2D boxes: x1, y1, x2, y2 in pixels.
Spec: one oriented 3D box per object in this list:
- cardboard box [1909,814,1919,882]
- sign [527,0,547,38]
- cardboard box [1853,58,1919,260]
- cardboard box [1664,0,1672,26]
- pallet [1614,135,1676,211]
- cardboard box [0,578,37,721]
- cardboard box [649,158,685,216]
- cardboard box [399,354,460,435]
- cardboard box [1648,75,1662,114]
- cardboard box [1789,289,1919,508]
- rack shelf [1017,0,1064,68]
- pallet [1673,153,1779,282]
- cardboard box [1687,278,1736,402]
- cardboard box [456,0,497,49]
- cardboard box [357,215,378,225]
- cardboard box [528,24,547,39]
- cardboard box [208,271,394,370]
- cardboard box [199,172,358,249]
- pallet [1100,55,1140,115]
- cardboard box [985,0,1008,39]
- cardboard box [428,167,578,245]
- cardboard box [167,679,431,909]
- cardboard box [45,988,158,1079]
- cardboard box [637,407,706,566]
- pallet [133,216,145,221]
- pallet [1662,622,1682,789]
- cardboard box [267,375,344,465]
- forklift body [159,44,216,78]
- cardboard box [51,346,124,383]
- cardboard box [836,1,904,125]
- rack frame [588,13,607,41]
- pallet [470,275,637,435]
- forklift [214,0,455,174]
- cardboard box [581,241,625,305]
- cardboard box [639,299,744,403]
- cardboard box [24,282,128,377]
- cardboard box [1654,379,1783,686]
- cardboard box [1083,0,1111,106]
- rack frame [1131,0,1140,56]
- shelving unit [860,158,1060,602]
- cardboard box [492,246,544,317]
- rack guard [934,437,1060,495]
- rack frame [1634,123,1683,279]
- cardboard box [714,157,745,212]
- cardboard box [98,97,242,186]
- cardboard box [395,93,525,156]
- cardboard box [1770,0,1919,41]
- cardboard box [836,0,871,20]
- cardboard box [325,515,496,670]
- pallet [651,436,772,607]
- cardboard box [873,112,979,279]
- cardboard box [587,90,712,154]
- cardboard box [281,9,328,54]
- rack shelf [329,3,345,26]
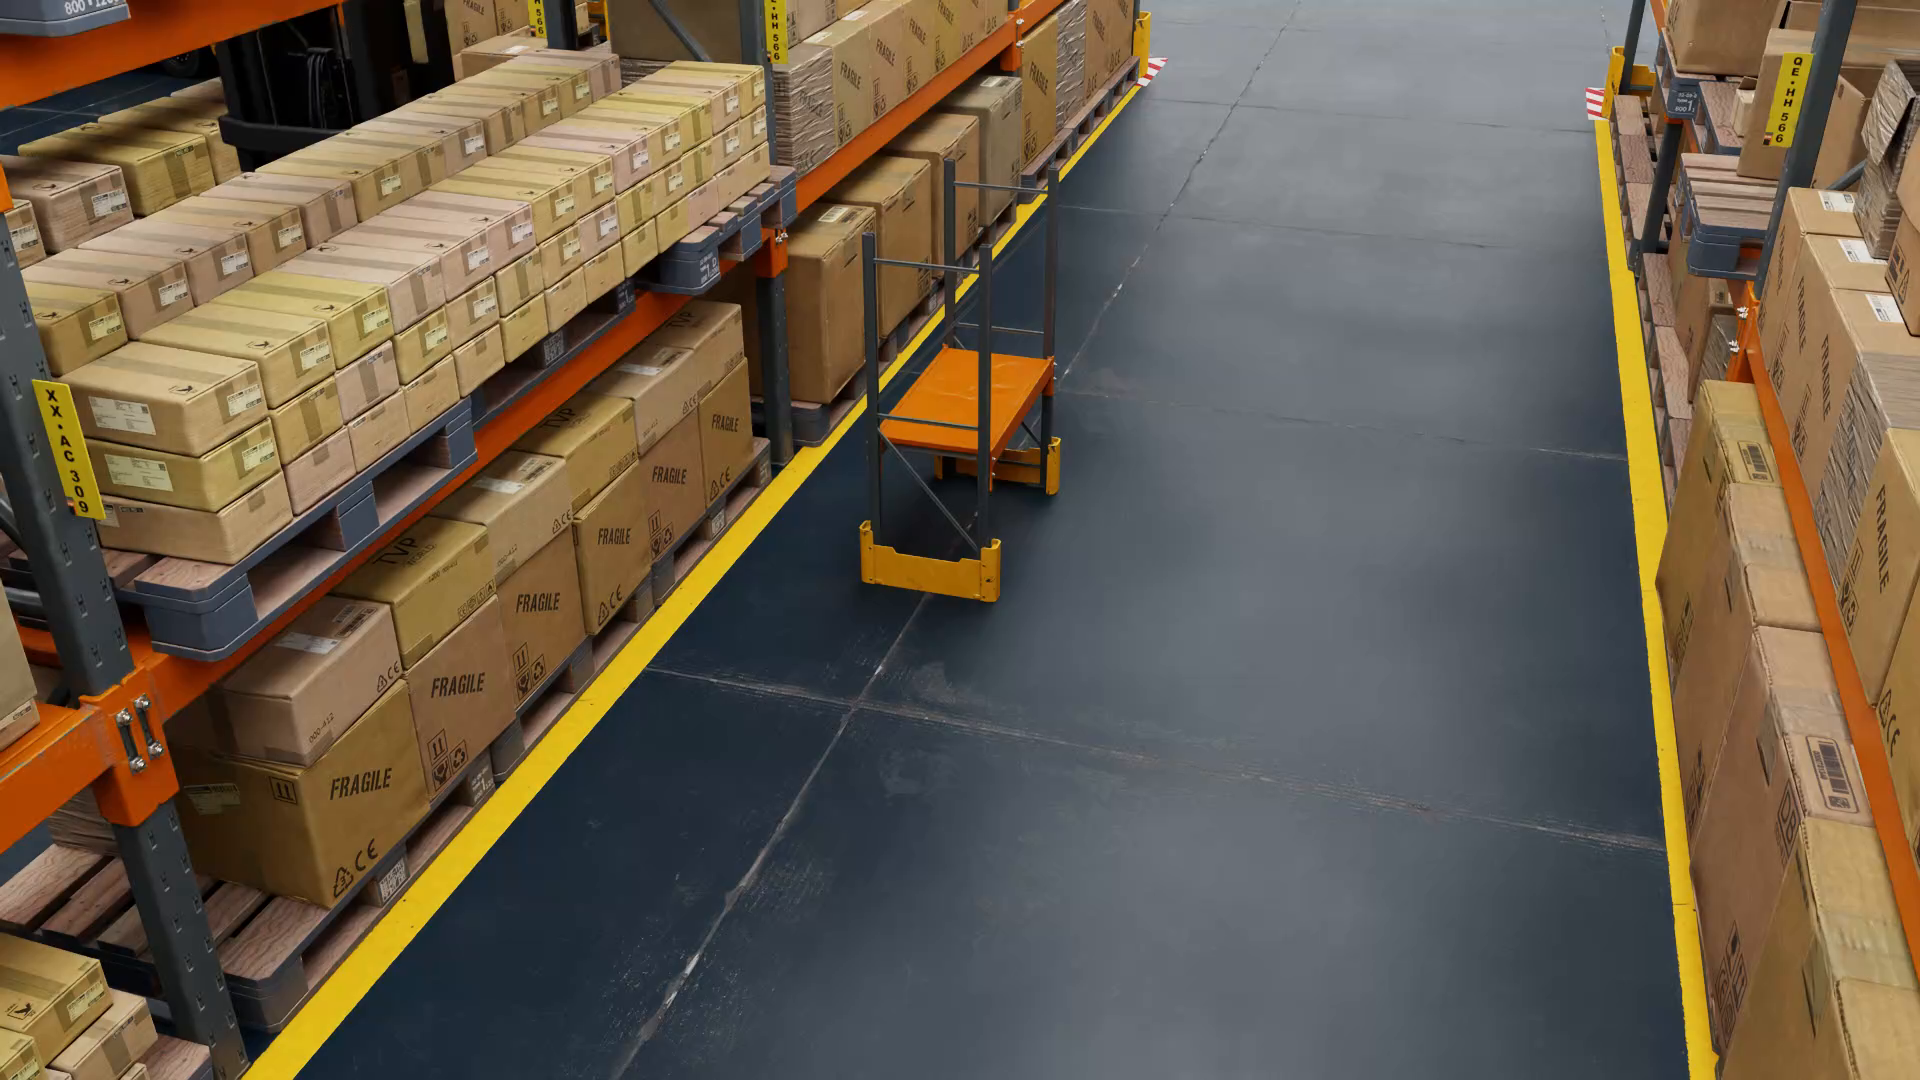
[{"bbox_3d":[2.124,0.565,3.046,0.500,0.500,0.500,9,30,15],"label":"cardboard box"},{"bbox_3d":[-1.821,-2.332,7.166,0.100,0.325,0.005,8,30,15],"label":"sign"},{"bbox_3d":[3.192,-1.139,5.076,0.797,0.503,0.637,10,30,17],"label":"cardboard box"},{"bbox_3d":[4.559,-3.239,10.246,0.380,0.149,0.250,8,30,15],"label":"cardboard box"},{"bbox_3d":[5.116,-2.520,11.563,1.003,0.211,1.213,8,30,15],"label":"pallet"},{"bbox_3d":[-2.336,0.202,3.393,0.500,0.500,0.500,9,30,15],"label":"cardboard box"},{"bbox_3d":[-1.225,-1.295,6.012,0.380,0.149,0.250,9,30,15],"label":"cardboard box"},{"bbox_3d":[-1.681,-0.443,4.787,0.380,0.149,0.250,9,30,15],"label":"cardboard box"},{"bbox_3d":[5.571,-3.515,12.623,0.500,0.500,0.500,14,32,24],"label":"cardboard box"},{"bbox_3d":[2.723,-0.372,4.730,0.500,0.500,0.500,8,30,14],"label":"cardboard box"},{"bbox_3d":[0.472,-4.223,12.495,1.077,0.370,4.000,8,30,15],"label":"rack shelf"},{"bbox_3d":[3.530,-1.257,6.620,1.213,0.211,1.003,8,30,15],"label":"pallet"},{"bbox_3d":[3.910,-0.932,7.959,0.700,0.500,0.500,11,31,19],"label":"cardboard box"},{"bbox_3d":[-4.146,-4.303,13.525,0.500,0.500,0.500,10,31,17],"label":"cardboard box"},{"bbox_3d":[-2.075,-1.032,5.540,0.380,0.149,0.250,10,30,17],"label":"cardboard box"},{"bbox_3d":[-3.843,-4.454,14.568,0.500,0.250,0.500,9,30,15],"label":"cardboard box"},{"bbox_3d":[-1.755,-0.590,4.440,0.380,0.149,0.250,9,30,15],"label":"cardboard box"},{"bbox_3d":[-2.149,-1.043,5.255,0.380,0.149,0.250,7,30,13],"label":"cardboard box"},{"bbox_3d":[0.899,-3.865,13.981,1.003,0.211,1.213,8,30,15],"label":"pallet"},{"bbox_3d":[-0.013,-3.371,10.121,0.500,0.500,0.500,8,30,15],"label":"cardboard box"},{"bbox_3d":[-1.454,-1.068,5.298,0.380,0.149,0.250,9,30,16],"label":"cardboard box"},{"bbox_3d":[-1.993,0.713,5.021,0.500,0.500,0.500,10,31,17],"label":"cardboard box"},{"bbox_3d":[-2.252,1.234,4.140,0.380,0.149,0.250,9,30,16],"label":"cardboard box"},{"bbox_3d":[-1.389,-0.256,6.764,0.500,0.500,0.500,10,31,17],"label":"cardboard box"},{"bbox_3d":[-5.460,-2.118,10.839,1.003,0.211,1.213,8,30,15],"label":"pallet"},{"bbox_3d":[3.119,0.580,5.990,1.003,0.211,1.213,8,30,15],"label":"pallet"},{"bbox_3d":[-1.834,-0.332,4.281,0.380,0.149,0.250,8,30,14],"label":"cardboard box"},{"bbox_3d":[-7.262,-5.320,14.601,2.313,2.155,1.214,8,30,15],"label":"forklift body"},{"bbox_3d":[-2.459,-0.429,4.456,0.380,0.149,0.250,9,30,15],"label":"cardboard box"},{"bbox_3d":[-0.605,-2.433,8.436,0.500,0.500,0.500,8,30,15],"label":"cardboard box"},{"bbox_3d":[-3.703,-6.126,15.176,1.000,3.000,0.127,8,30,15],"label":"rack frame"},{"bbox_3d":[-1.831,-0.739,5.690,1.003,0.211,1.213,8,30,15],"label":"pallet"},{"bbox_3d":[-2.962,-2.387,8.525,1.130,2.935,3.031,7,30,13],"label":"forklift"},{"bbox_3d":[-1.376,-0.932,5.667,0.380,0.149,0.250,9,30,16],"label":"cardboard box"},{"bbox_3d":[-1.240,-0.812,6.993,0.500,0.250,0.500,8,30,14],"label":"cardboard box"},{"bbox_3d":[-2.454,-0.563,4.391,0.380,0.149,0.250,8,30,13],"label":"cardboard box"},{"bbox_3d":[3.200,0.069,5.794,1.225,0.875,0.875,7,30,13],"label":"cardboard box"},{"bbox_3d":[0.667,-3.988,13.086,0.875,0.875,0.875,8,30,14],"label":"cardboard box"},{"bbox_3d":[1.059,-5.466,13.991,1.000,3.000,0.127,8,30,15],"label":"rack frame"},{"bbox_3d":[0.022,-0.691,6.949,0.587,1.500,1.083,8,30,15],"label":"shelving unit"},{"bbox_3d":[-1.528,-0.821,5.161,0.380,0.149,0.250,8,30,14],"label":"cardboard box"},{"bbox_3d":[0.169,-0.376,7.669,0.587,0.250,0.087,8,30,15],"label":"rack guard"},{"bbox_3d":[4.596,-2.853,9.293,1.000,3.000,0.127,8,30,15],"label":"rack frame"},{"bbox_3d":[-1.070,-1.412,6.530,0.380,0.149,0.250,8,30,15],"label":"cardboard box"},{"bbox_3d":[-5.236,-2.723,11.331,0.950,0.372,0.625,10,31,18],"label":"cardboard box"},{"bbox_3d":[-1.841,-1.534,6.136,0.380,0.149,0.250,7,30,13],"label":"cardboard box"},{"bbox_3d":[4.176,-2.263,7.694,0.797,0.503,0.637,12,31,20],"label":"cardboard box"},{"bbox_3d":[-0.853,-2.910,8.265,0.700,0.500,0.500,8,30,14],"label":"cardboard box"},{"bbox_3d":[-1.840,0.138,5.285,0.500,0.250,0.500,9,30,16],"label":"cardboard box"},{"bbox_3d":[-1.520,-0.167,7.333,1.003,0.211,1.213,8,30,15],"label":"pallet"},{"bbox_3d":[-0.498,-2.059,9.748,1.050,0.750,0.750,8,30,15],"label":"cardboard box"},{"bbox_3d":[-1.148,-1.551,6.167,0.380,0.149,0.250,9,30,16],"label":"cardboard box"},{"bbox_3d":[-4.960,-3.890,12.782,0.500,0.500,0.500,8,30,14],"label":"cardboard box"},{"bbox_3d":[-5.464,-3.023,10.339,1.077,0.370,4.000,8,30,15],"label":"rack shelf"}]
